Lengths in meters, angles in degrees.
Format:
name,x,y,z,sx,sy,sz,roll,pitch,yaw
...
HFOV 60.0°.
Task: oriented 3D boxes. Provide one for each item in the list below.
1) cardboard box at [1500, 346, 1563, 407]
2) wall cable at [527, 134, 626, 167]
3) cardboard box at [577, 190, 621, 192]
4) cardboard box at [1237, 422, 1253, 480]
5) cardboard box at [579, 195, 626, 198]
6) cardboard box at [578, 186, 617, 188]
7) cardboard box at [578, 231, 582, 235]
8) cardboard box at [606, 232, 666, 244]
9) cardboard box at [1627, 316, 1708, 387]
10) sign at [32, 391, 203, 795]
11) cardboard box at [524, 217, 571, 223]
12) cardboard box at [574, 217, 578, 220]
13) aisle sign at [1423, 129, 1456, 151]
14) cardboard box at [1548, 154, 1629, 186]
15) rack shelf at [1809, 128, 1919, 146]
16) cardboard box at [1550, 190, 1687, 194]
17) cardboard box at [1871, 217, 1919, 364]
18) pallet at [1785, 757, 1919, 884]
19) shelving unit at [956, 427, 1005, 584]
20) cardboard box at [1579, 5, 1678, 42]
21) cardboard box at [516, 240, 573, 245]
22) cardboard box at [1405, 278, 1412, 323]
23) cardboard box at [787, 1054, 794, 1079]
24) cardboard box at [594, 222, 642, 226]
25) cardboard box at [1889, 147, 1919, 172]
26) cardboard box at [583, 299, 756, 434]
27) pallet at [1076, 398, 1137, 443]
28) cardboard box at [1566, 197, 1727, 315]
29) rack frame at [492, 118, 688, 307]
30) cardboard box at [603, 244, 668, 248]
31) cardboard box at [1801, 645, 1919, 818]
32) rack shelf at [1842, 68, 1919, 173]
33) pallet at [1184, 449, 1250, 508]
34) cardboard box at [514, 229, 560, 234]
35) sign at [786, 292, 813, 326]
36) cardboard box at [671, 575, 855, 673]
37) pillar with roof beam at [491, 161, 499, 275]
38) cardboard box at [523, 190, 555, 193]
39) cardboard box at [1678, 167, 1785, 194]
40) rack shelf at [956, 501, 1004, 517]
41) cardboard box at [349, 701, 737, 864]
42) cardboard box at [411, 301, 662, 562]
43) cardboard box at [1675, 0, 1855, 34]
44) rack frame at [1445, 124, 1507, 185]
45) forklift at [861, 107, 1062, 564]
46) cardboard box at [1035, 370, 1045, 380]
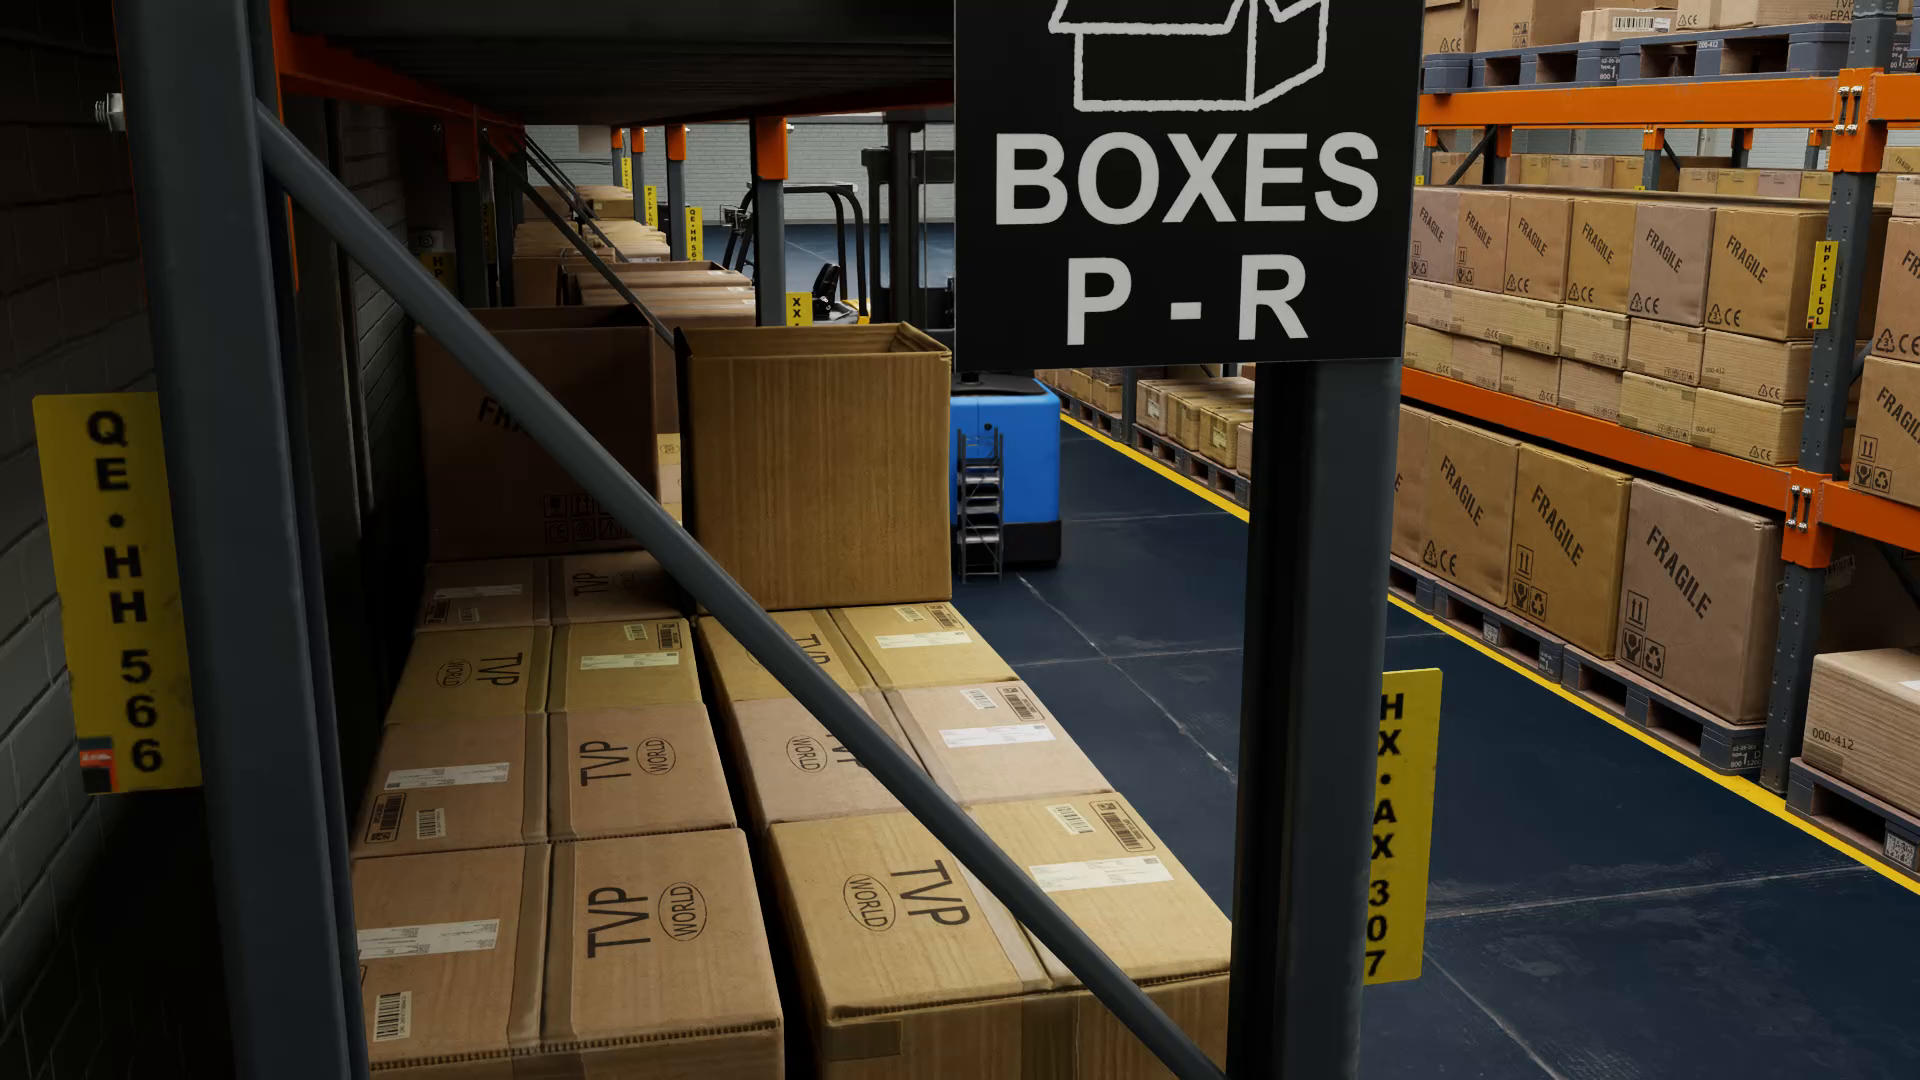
name,x,y,z,sx,sy,sz,roll,pitch,yaw
cardboard box,3.076,-0.836,8.345,0.500,0.250,0.500,-3,14,-13
wall cable,-11.037,-11.826,46.912,3.097,2.526,0.112,-3,14,-13
cardboard box,-3.217,-3.040,14.846,0.380,0.149,0.250,-3,14,-12
cardboard box,2.527,-0.617,11.782,0.950,0.372,0.625,-4,14,-14
cardboard box,-2.937,-2.745,13.640,0.380,0.149,0.250,-4,14,-14
cardboard box,-3.495,-3.339,16.068,0.380,0.149,0.250,-3,14,-13
cardboard box,-2.921,-2.318,13.885,0.500,0.500,0.500,-3,14,-12
cardboard box,-2.170,-1.981,11.137,0.380,0.149,0.250,-4,14,-15
cardboard box,3.306,-0.839,7.302,0.500,0.250,0.500,-3,14,-12
sign,-0.658,0.045,1.317,0.100,0.325,0.005,-3,14,-13
cardboard box,-3.258,-2.457,13.087,0.380,0.149,0.250,-3,14,-13
cardboard box,-3.501,-2.906,16.291,0.500,0.500,0.500,-4,14,-14
aisle sign,5.432,-4.796,18.758,0.394,0.787,0.004,-3,14,-13
cardboard box,6.391,-3.547,16.536,0.875,0.550,0.550,-3,14,-13
rack shelf,11.055,-4.433,17.945,1.077,0.370,4.000,-3,14,-13
cardboard box,3.445,-1.585,8.777,0.500,0.500,0.500,-3,14,-13
cardboard box,3.647,-0.877,5.877,0.500,0.500,0.500,-3,14,-13
pallet,3.873,1.069,6.108,1.003,0.211,1.213,-3,14,-13
shelving unit,0.120,-0.203,9.860,0.258,0.900,0.210,-2,14,-7
cardboard box,3.180,-2.441,7.886,0.380,0.166,0.250,-2,14,-8
cardboard box,-2.549,-1.773,10.286,0.380,0.149,0.250,-3,14,-14
cardboard box,2.710,-1.428,9.713,0.500,0.250,0.500,-3,14,-14
cardboard box,-0.029,0.710,2.232,0.380,0.149,0.250,-3,14,-12
cardboard box,-2.558,-2.272,12.330,0.380,0.149,0.250,-3,14,-14
cardboard box,10.679,-4.092,18.412,0.500,0.500,0.500,-3,14,-13
cardboard box,-0.950,-0.565,5.823,0.700,0.500,0.500,-3,14,-12
pallet,1.699,-1.110,15.024,1.003,0.211,1.213,-3,14,-13
cardboard box,3.193,-1.326,7.717,0.500,0.500,0.500,-3,14,-11
rack frame,-1.993,-1.111,9.154,1.000,3.000,0.127,-3,14,-13
cardboard box,-1.931,-1.684,9.922,0.380,0.149,0.250,-3,14,-12
cardboard box,3.813,0.726,6.149,0.875,0.438,0.875,-3,14,-14
rack shelf,4.240,-1.112,4.353,1.077,0.370,4.000,-3,14,-13
pallet,2.366,-0.495,12.509,1.003,0.211,1.213,-3,14,-13
cardboard box,-2.875,-2.065,11.482,0.380,0.149,0.250,-3,14,-13
sign,-0.528,-0.641,5.405,0.100,0.325,0.005,-3,14,-13
cardboard box,-0.341,0.194,3.504,0.500,0.250,0.500,-4,14,-15
pillar with roof beam,-1.809,-7.284,21.780,9.100,9.000,0.400,-3,14,-13
cardboard box,-3.801,-3.069,14.966,0.380,0.149,0.250,-4,14,-15
cardboard box,6.802,-3.030,14.693,0.700,0.500,0.500,-4,14,-14
rack shelf,0.120,-0.170,9.868,0.258,0.077,0.200,-2,14,-7
cardboard box,-0.600,0.453,2.443,0.500,0.250,0.500,-3,14,-13
cardboard box,-0.963,-0.266,3.803,0.500,0.500,0.500,-4,14,-15
cardboard box,3.359,-2.275,6.902,0.500,0.311,0.500,-3,14,-13
rack frame,2.831,-1.388,10.290,1.000,3.000,0.127,-3,14,-13
forklift,-0.078,-1.572,11.184,1.130,2.935,3.031,-2,14,-7
cardboard box,0.985,-1.783,16.812,0.500,0.250,0.500,-3,14,-11
